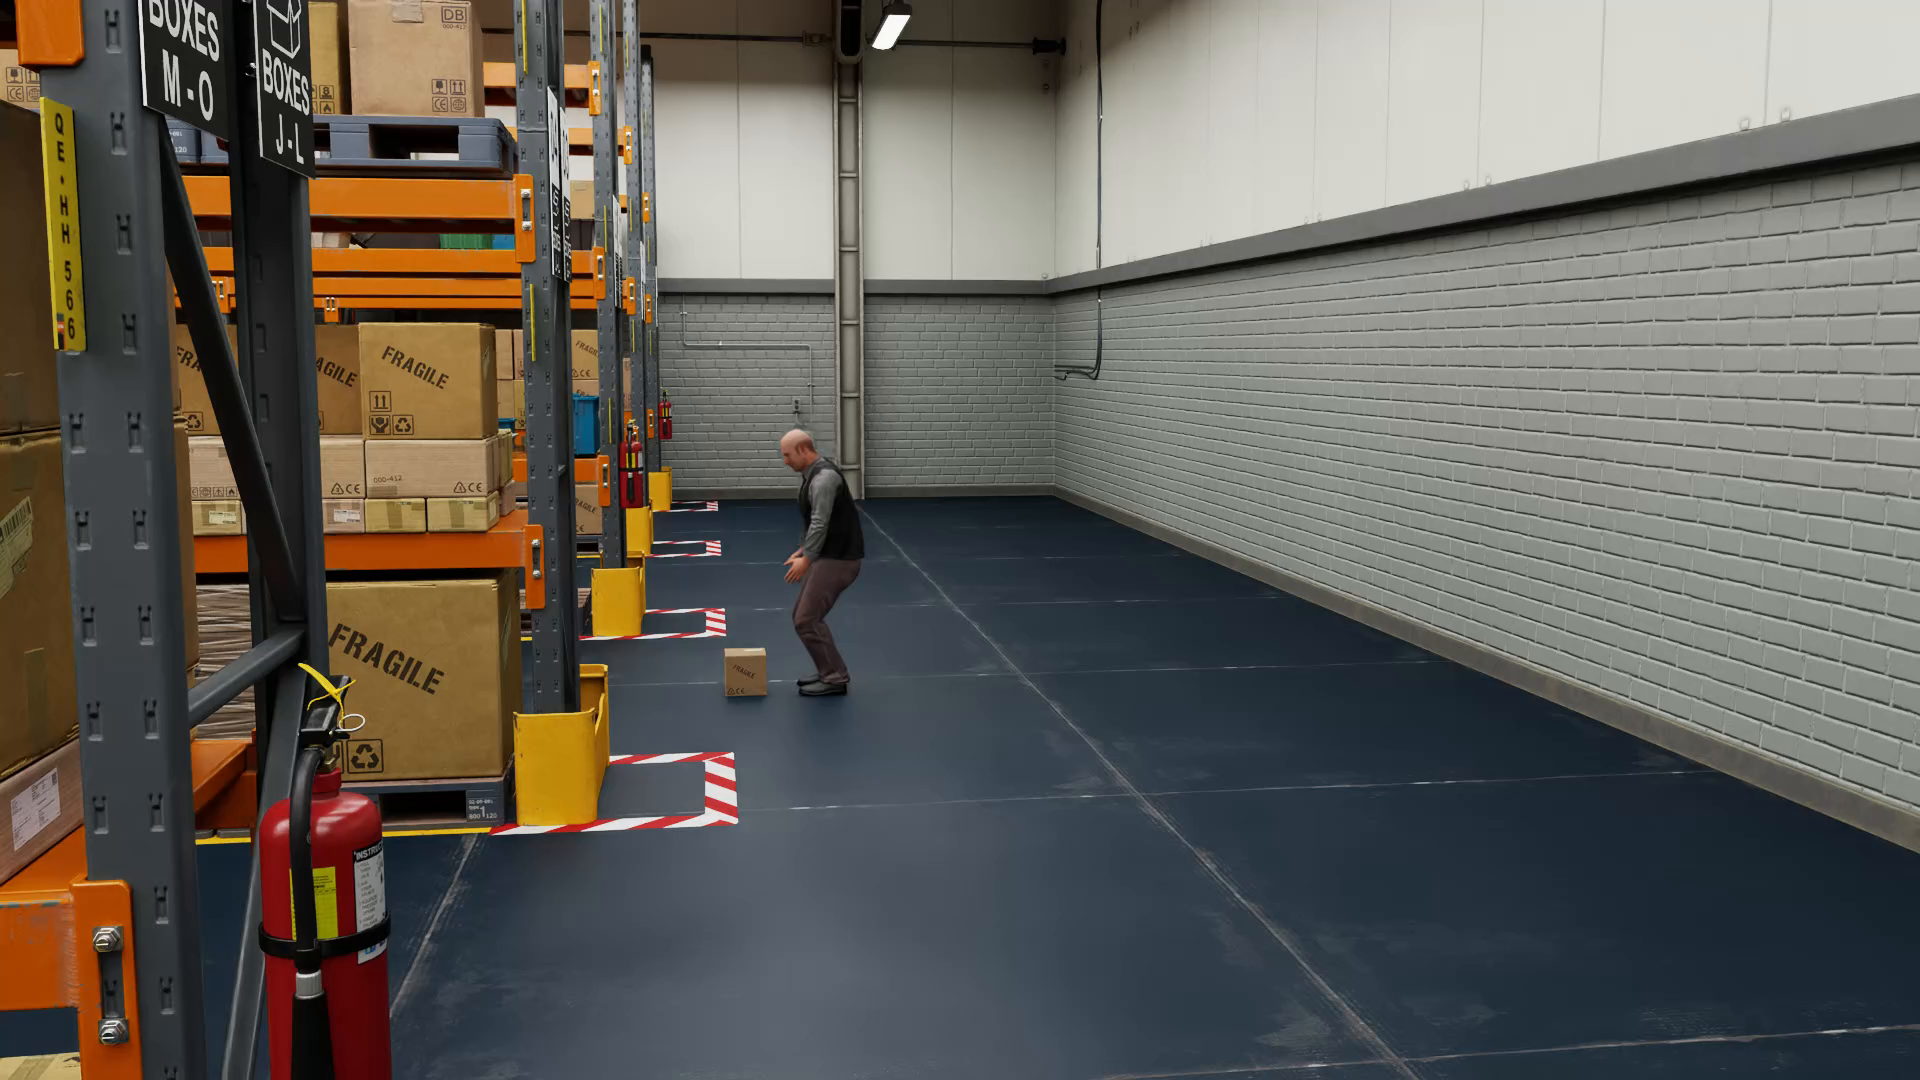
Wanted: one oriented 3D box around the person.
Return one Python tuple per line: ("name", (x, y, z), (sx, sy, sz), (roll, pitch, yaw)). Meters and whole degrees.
("person", (-0.870, 0.210, 10.162), (0.670, 1.461, 0.590), (-1, 7, -8))
